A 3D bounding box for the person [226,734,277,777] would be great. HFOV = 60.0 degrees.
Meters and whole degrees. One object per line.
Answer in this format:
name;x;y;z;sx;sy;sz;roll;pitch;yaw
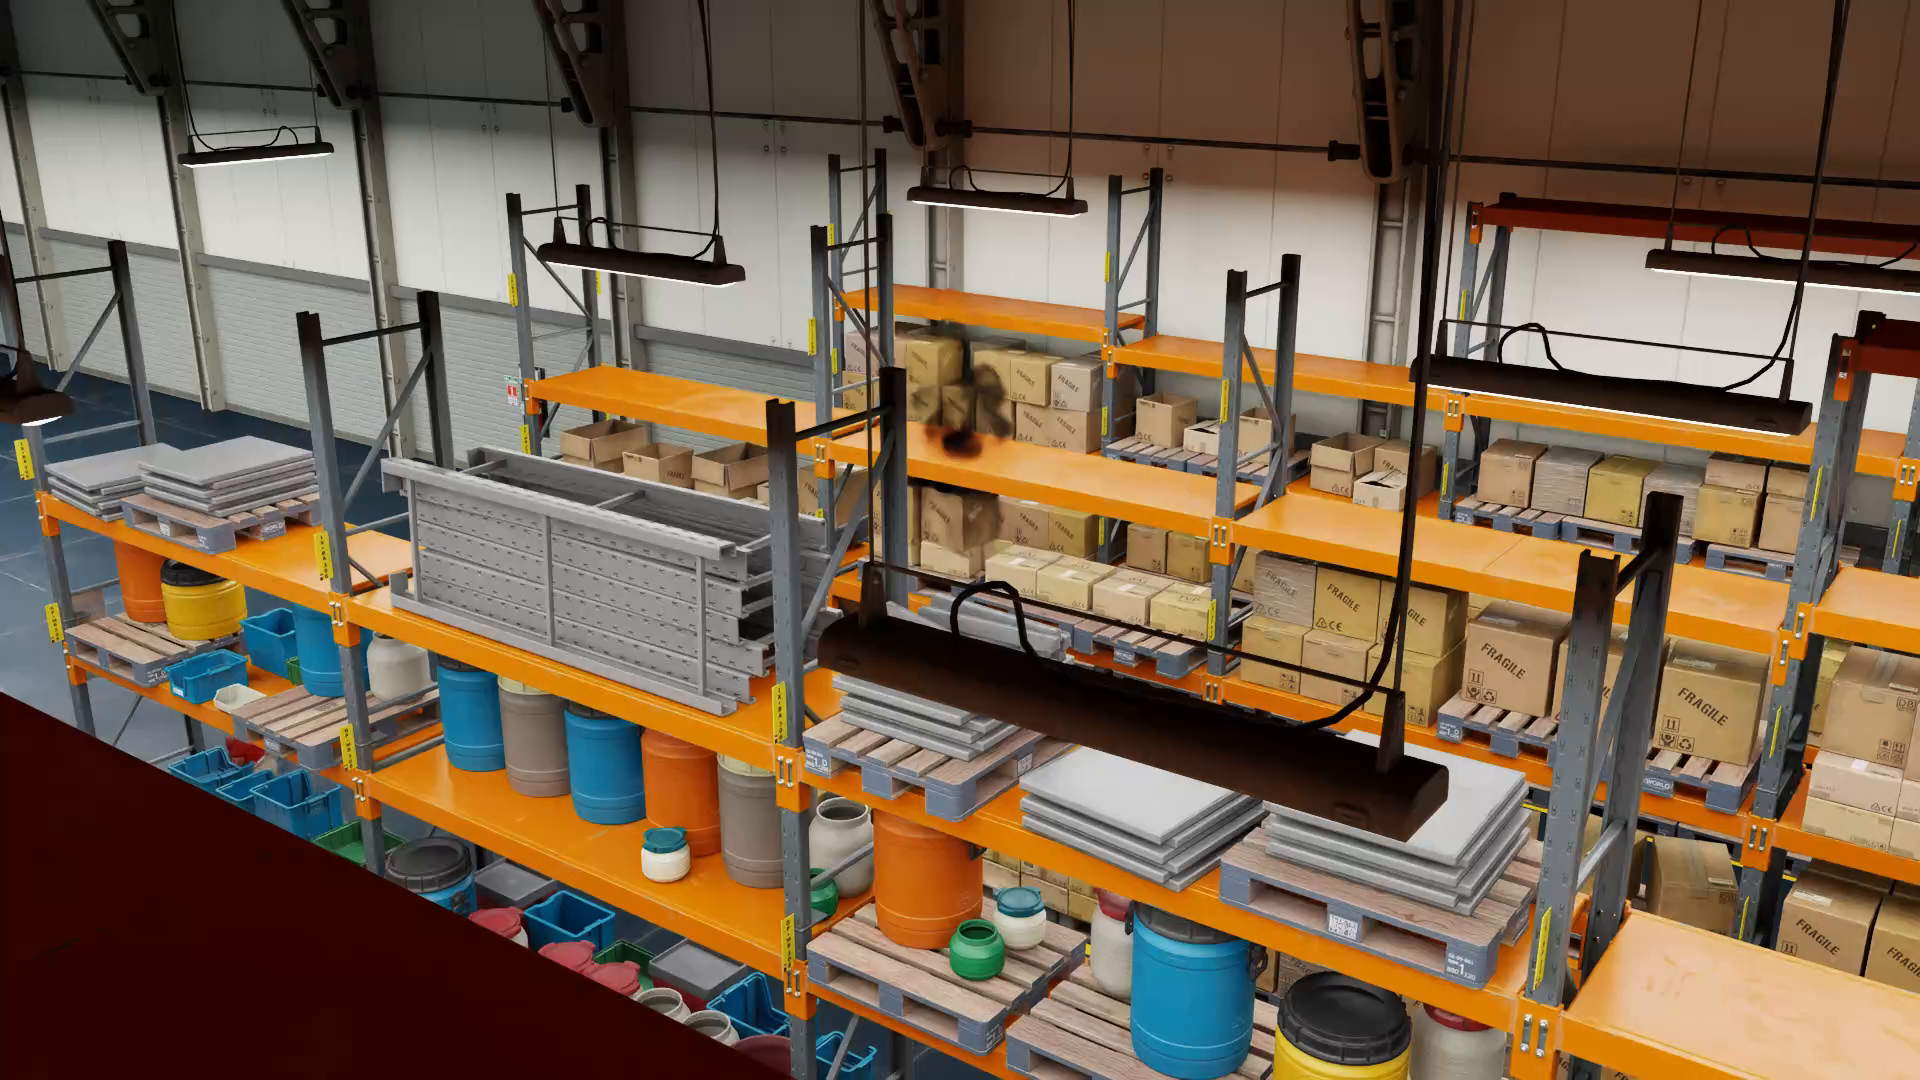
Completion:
person;-6.729;2.221;15.859;0.590;1.667;0.682;2;19;6
